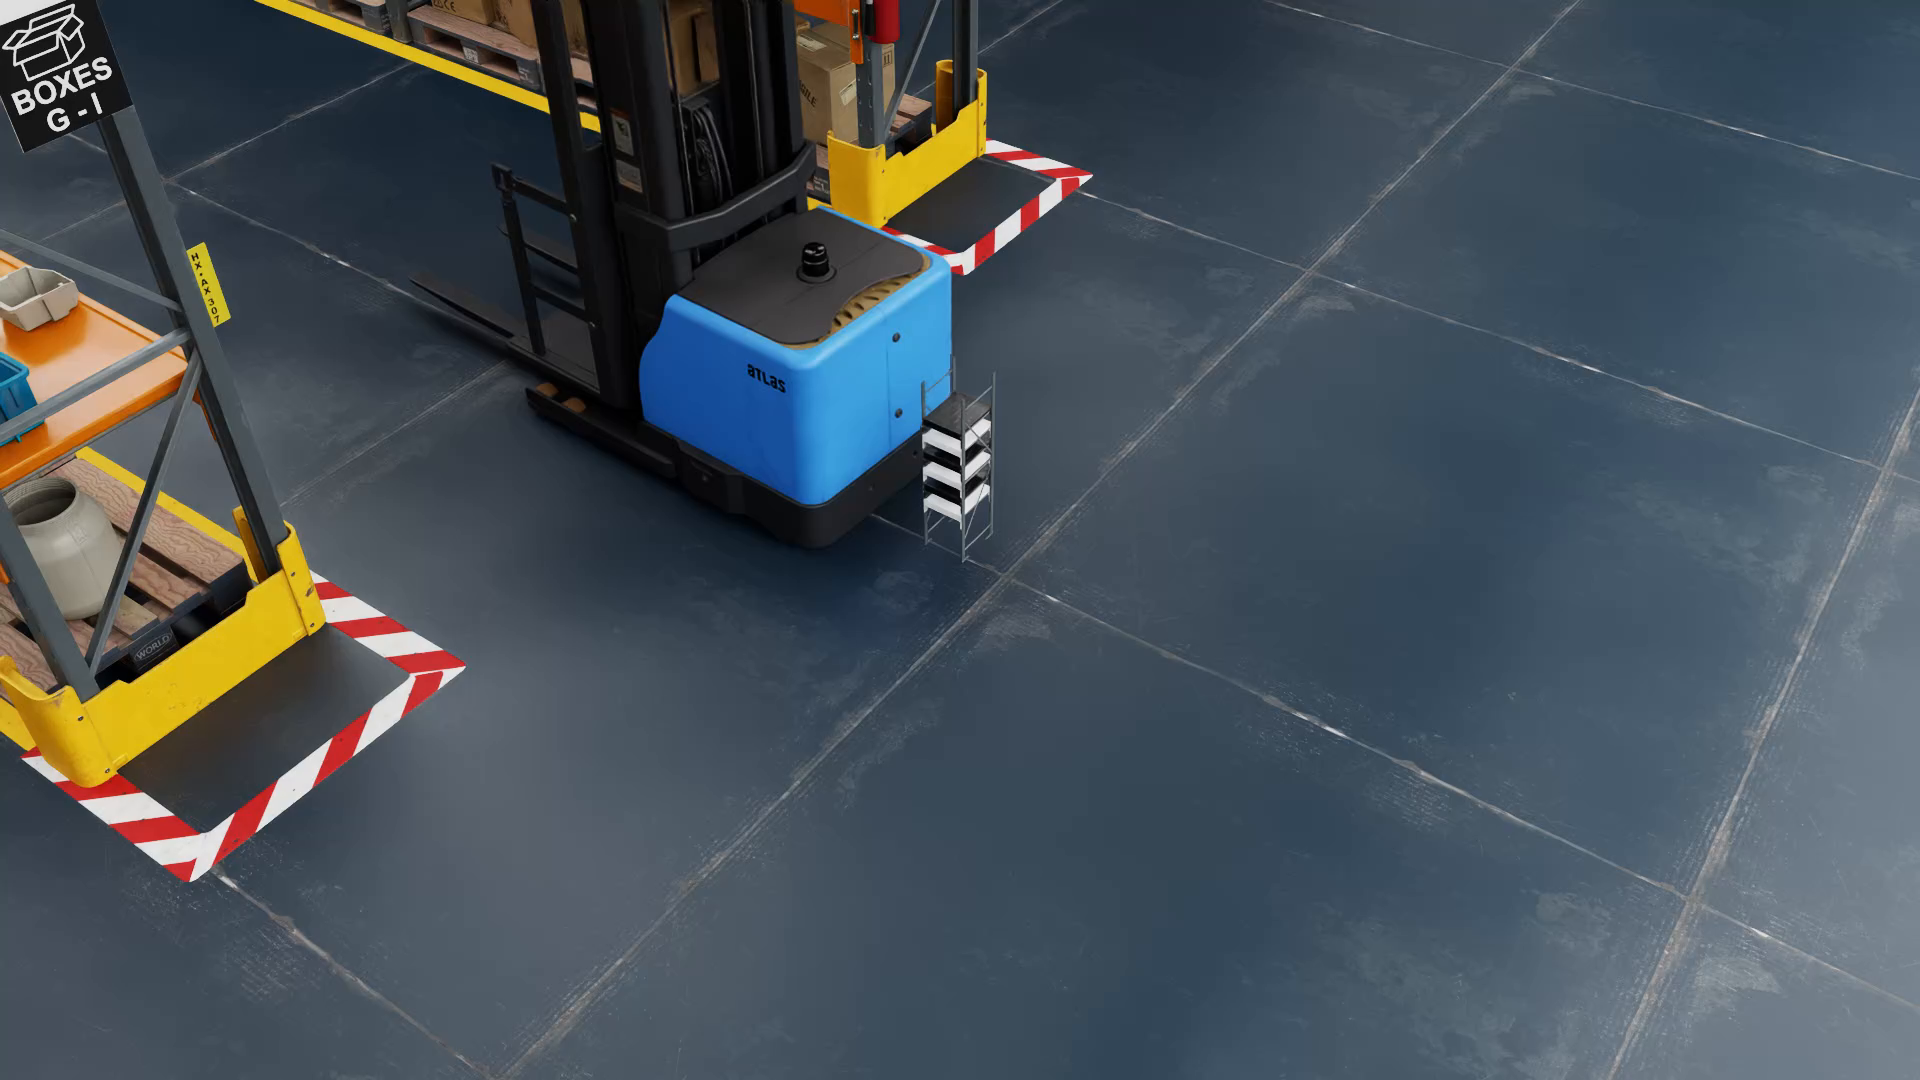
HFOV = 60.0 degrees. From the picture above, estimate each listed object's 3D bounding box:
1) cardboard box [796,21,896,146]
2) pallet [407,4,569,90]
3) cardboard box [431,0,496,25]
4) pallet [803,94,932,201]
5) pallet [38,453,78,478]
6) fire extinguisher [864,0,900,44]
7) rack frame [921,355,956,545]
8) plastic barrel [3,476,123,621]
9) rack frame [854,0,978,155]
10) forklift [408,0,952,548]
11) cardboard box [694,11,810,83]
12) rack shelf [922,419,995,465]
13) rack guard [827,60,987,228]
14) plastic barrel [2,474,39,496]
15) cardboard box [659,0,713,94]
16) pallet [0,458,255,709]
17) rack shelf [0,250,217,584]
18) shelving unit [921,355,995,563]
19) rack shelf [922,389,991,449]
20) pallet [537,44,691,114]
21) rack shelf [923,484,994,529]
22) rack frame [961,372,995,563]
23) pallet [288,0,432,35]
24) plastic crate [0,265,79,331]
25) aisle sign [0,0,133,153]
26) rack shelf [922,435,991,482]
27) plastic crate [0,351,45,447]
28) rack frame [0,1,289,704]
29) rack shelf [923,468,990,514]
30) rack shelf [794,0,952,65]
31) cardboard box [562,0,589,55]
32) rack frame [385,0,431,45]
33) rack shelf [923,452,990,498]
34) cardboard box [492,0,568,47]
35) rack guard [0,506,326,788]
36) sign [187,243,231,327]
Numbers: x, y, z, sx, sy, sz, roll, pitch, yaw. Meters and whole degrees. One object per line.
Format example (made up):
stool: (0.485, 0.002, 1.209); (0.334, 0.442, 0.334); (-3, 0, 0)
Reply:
cardboard box: (-0.732, -2.700, 9.826); (0.500, 0.500, 0.500); (-33, 51, -31)
pallet: (-2.935, -3.482, 11.231); (1.213, 0.211, 1.003); (25, 48, 25)
cardboard box: (-3.201, -3.809, 11.065); (0.500, 0.500, 0.500); (24, 47, 24)
pallet: (-0.937, -2.548, 10.187); (1.213, 0.211, 1.003); (25, 48, 25)
pallet: (-4.820, -0.269, 7.641); (1.213, 0.211, 1.003); (25, 48, 25)
fire extinguisher: (-0.401, -2.903, 8.551); (0.183, 0.674, 0.296); (25, 48, 25)
rack frame: (-0.090, -0.377, 7.245); (0.006, 0.900, 0.240); (25, 48, 25)
plastic barrel: (-3.657, 0.037, 6.758); (0.421, 0.512, 0.421); (0, 42, 0)
rack frame: (-0.230, -3.227, 8.856); (0.127, 3.000, 1.000); (25, 48, 25)
forklift: (-1.497, -1.869, 7.389); (3.031, 2.935, 1.130); (27, 49, 27)
cardboard box: (-1.241, -2.911, 10.061); (0.500, 0.500, 0.500); (-29, 49, -28)
rack shelf: (-0.007, -0.448, 7.104); (0.200, 0.077, 0.258); (25, 48, 25)
rack guard: (-0.292, -2.325, 9.722); (0.348, 0.500, 1.175); (25, 48, 25)
plastic barrel: (-4.067, -0.155, 6.973); (0.421, 0.512, 0.421); (0, 42, 0)
cardboard box: (-1.743, -3.161, 10.341); (0.500, 0.500, 0.500); (30, 50, 29)
pallet: (-3.825, 0.199, 7.118); (1.213, 0.211, 1.003); (25, 48, 25)
rack shelf: (-4.712, -1.021, 6.929); (4.000, 0.370, 1.077); (25, 48, 25)
shelving unit: (-0.007, -0.338, 7.202); (0.210, 0.900, 0.258); (25, 48, 25)
rack shelf: (-0.007, -0.515, 7.044); (0.200, 0.077, 0.258); (25, 48, 25)
pallet: (-1.932, -3.015, 10.710); (1.213, 0.211, 1.003); (25, 48, 25)
rack shelf: (-0.007, -0.179, 7.344); (0.200, 0.077, 0.258); (25, 48, 25)
rack frame: (0.077, -0.300, 7.158); (0.006, 0.900, 0.240); (25, 48, 25)
pallet: (-4.143, -4.017, 11.829); (1.213, 0.211, 1.003); (25, 48, 25)
plastic crate: (-3.622, -0.943, 6.501); (0.250, 0.136, 0.298); (25, 48, 25)
aisle sign: (-2.847, -1.624, 5.115); (0.004, 0.787, 0.394); (25, 48, 25)
rack shelf: (-0.007, -0.381, 7.164); (0.200, 0.077, 0.258); (25, 48, 25)
plastic crate: (-3.656, -0.496, 5.915); (0.616, 0.251, 0.499); (25, 48, 25)
rack frame: (-3.074, -0.523, 5.834); (0.127, 3.000, 1.000); (25, 48, 25)
rack shelf: (-0.007, -0.247, 7.284); (0.200, 0.077, 0.258); (25, 48, 25)
rack shelf: (-1.868, -3.725, 9.951); (4.000, 0.370, 1.077); (25, 48, 25)
cardboard box: (-2.174, -3.399, 10.607); (0.500, 0.500, 0.500); (21, 46, 22)
rack frame: (-3.505, -4.759, 10.567); (0.127, 3.000, 1.000); (25, 48, 25)
rack shelf: (-0.007, -0.314, 7.224); (0.200, 0.077, 0.258); (25, 48, 25)
cardboard box: (-2.727, -3.594, 10.825); (0.500, 0.500, 0.500); (-26, 48, -26)
rack guard: (-3.163, 0.405, 6.671); (0.348, 0.500, 1.175); (25, 48, 25)
sign: (-2.755, -0.925, 6.075); (0.005, 0.325, 0.100); (25, 48, 25)
